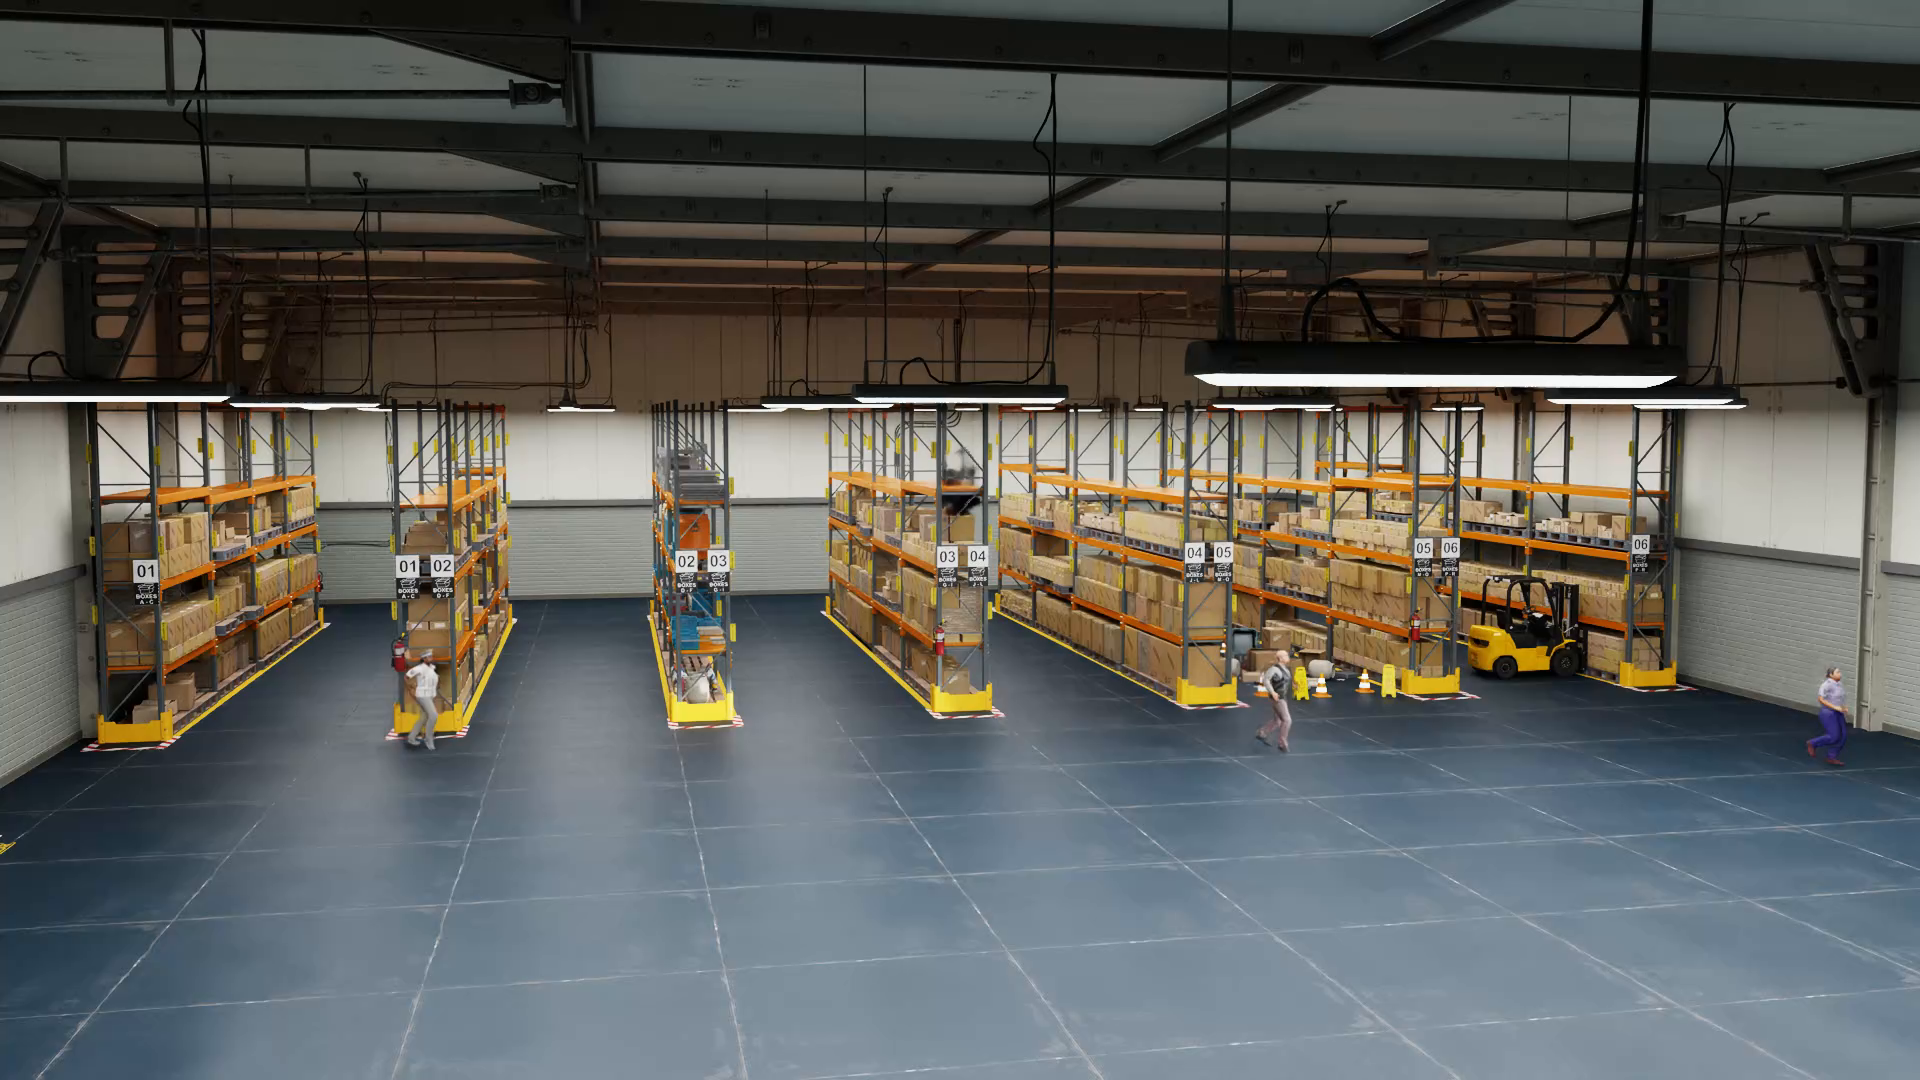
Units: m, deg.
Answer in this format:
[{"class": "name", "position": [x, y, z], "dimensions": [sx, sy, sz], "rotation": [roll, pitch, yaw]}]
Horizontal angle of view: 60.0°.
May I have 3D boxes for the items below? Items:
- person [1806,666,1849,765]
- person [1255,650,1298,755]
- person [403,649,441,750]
[{"class": "person", "position": [14.272, 2.867, 27.289], "dimensions": [0.604, 1.603, 0.601], "rotation": [-4, 6, -40]}, {"class": "person", "position": [5.375, 2.748, 28.275], "dimensions": [0.745, 1.792, 0.668], "rotation": [3, 5, 32]}, {"class": "person", "position": [-9.213, 2.738, 28.625], "dimensions": [0.671, 1.731, 0.583], "rotation": [1, 4, 14]}]
